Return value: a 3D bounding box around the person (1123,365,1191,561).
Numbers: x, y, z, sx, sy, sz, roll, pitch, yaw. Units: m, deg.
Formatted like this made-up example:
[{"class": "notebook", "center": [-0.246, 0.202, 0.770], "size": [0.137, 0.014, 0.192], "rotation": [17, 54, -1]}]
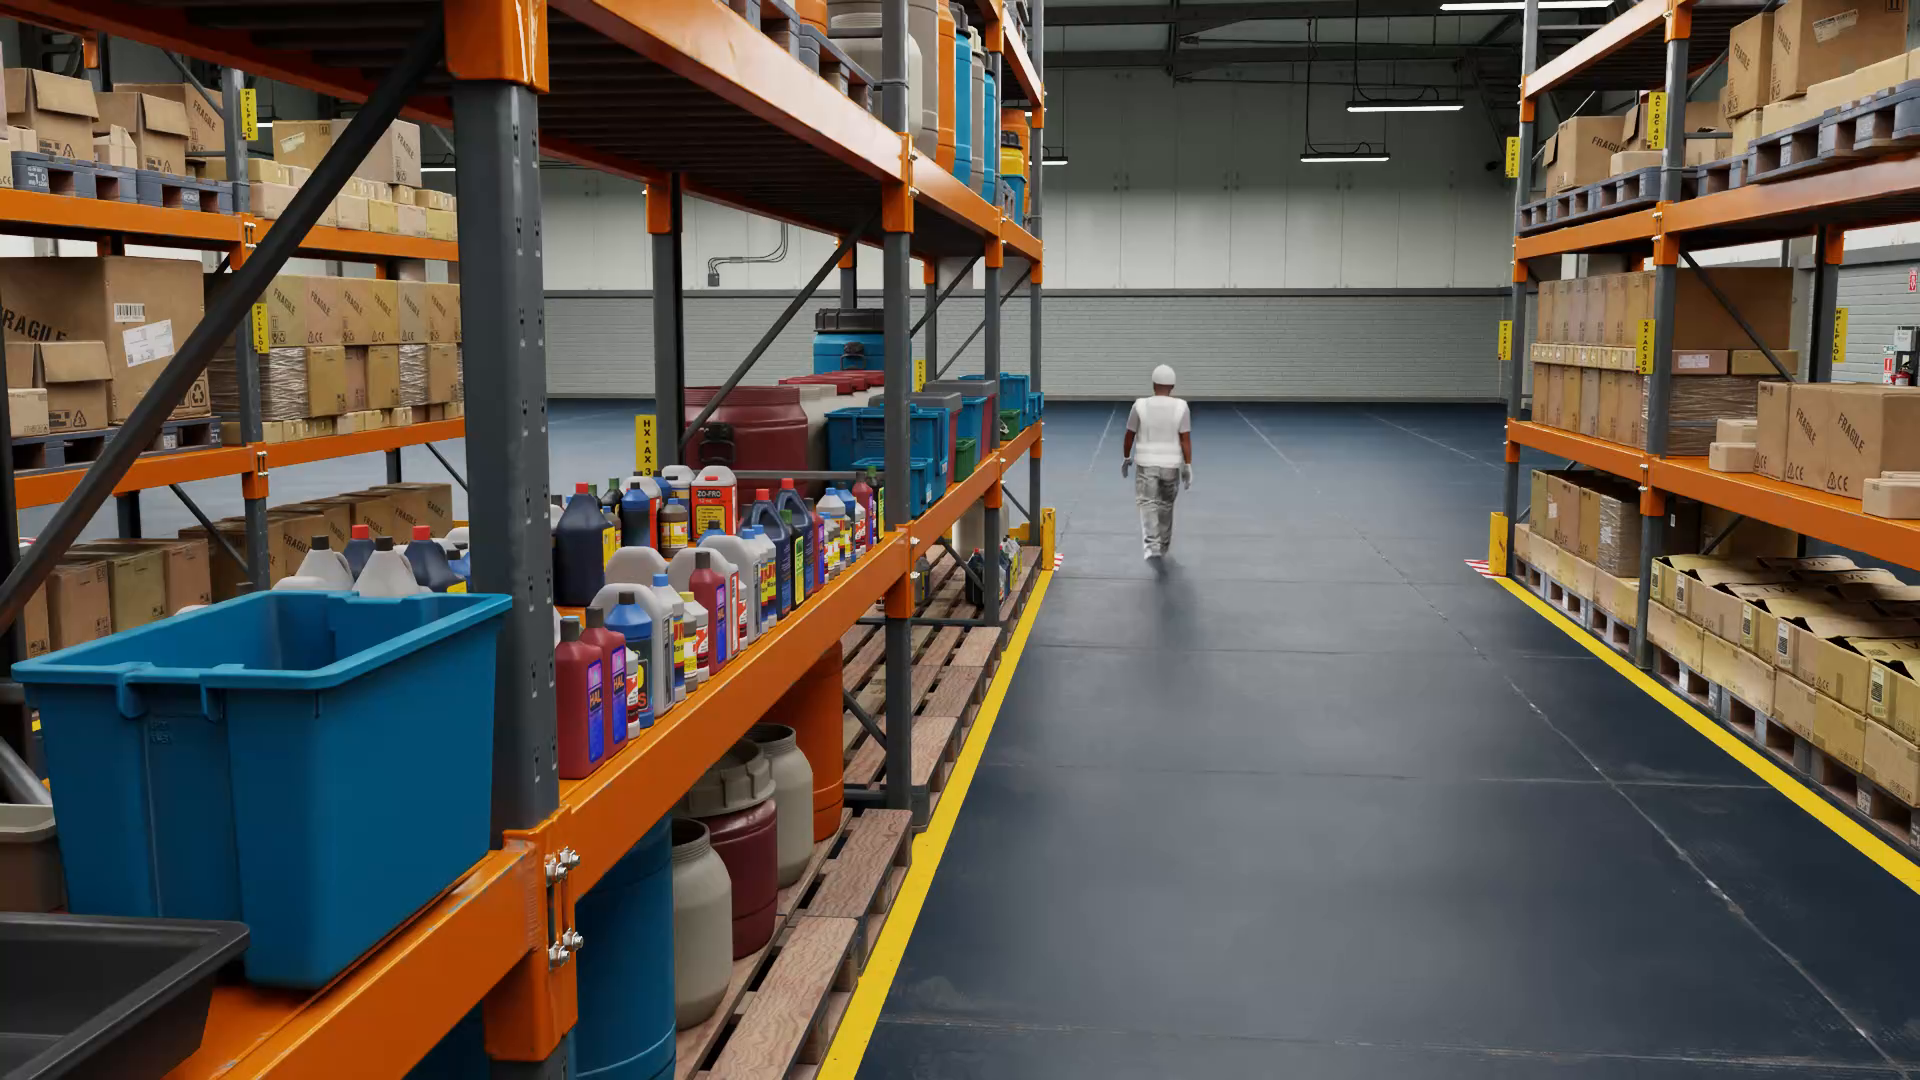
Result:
[{"class": "person", "center": [1.729, -0.668, 14.665], "size": [0.570, 1.749, 1.054], "rotation": [0, 7, -2]}]
